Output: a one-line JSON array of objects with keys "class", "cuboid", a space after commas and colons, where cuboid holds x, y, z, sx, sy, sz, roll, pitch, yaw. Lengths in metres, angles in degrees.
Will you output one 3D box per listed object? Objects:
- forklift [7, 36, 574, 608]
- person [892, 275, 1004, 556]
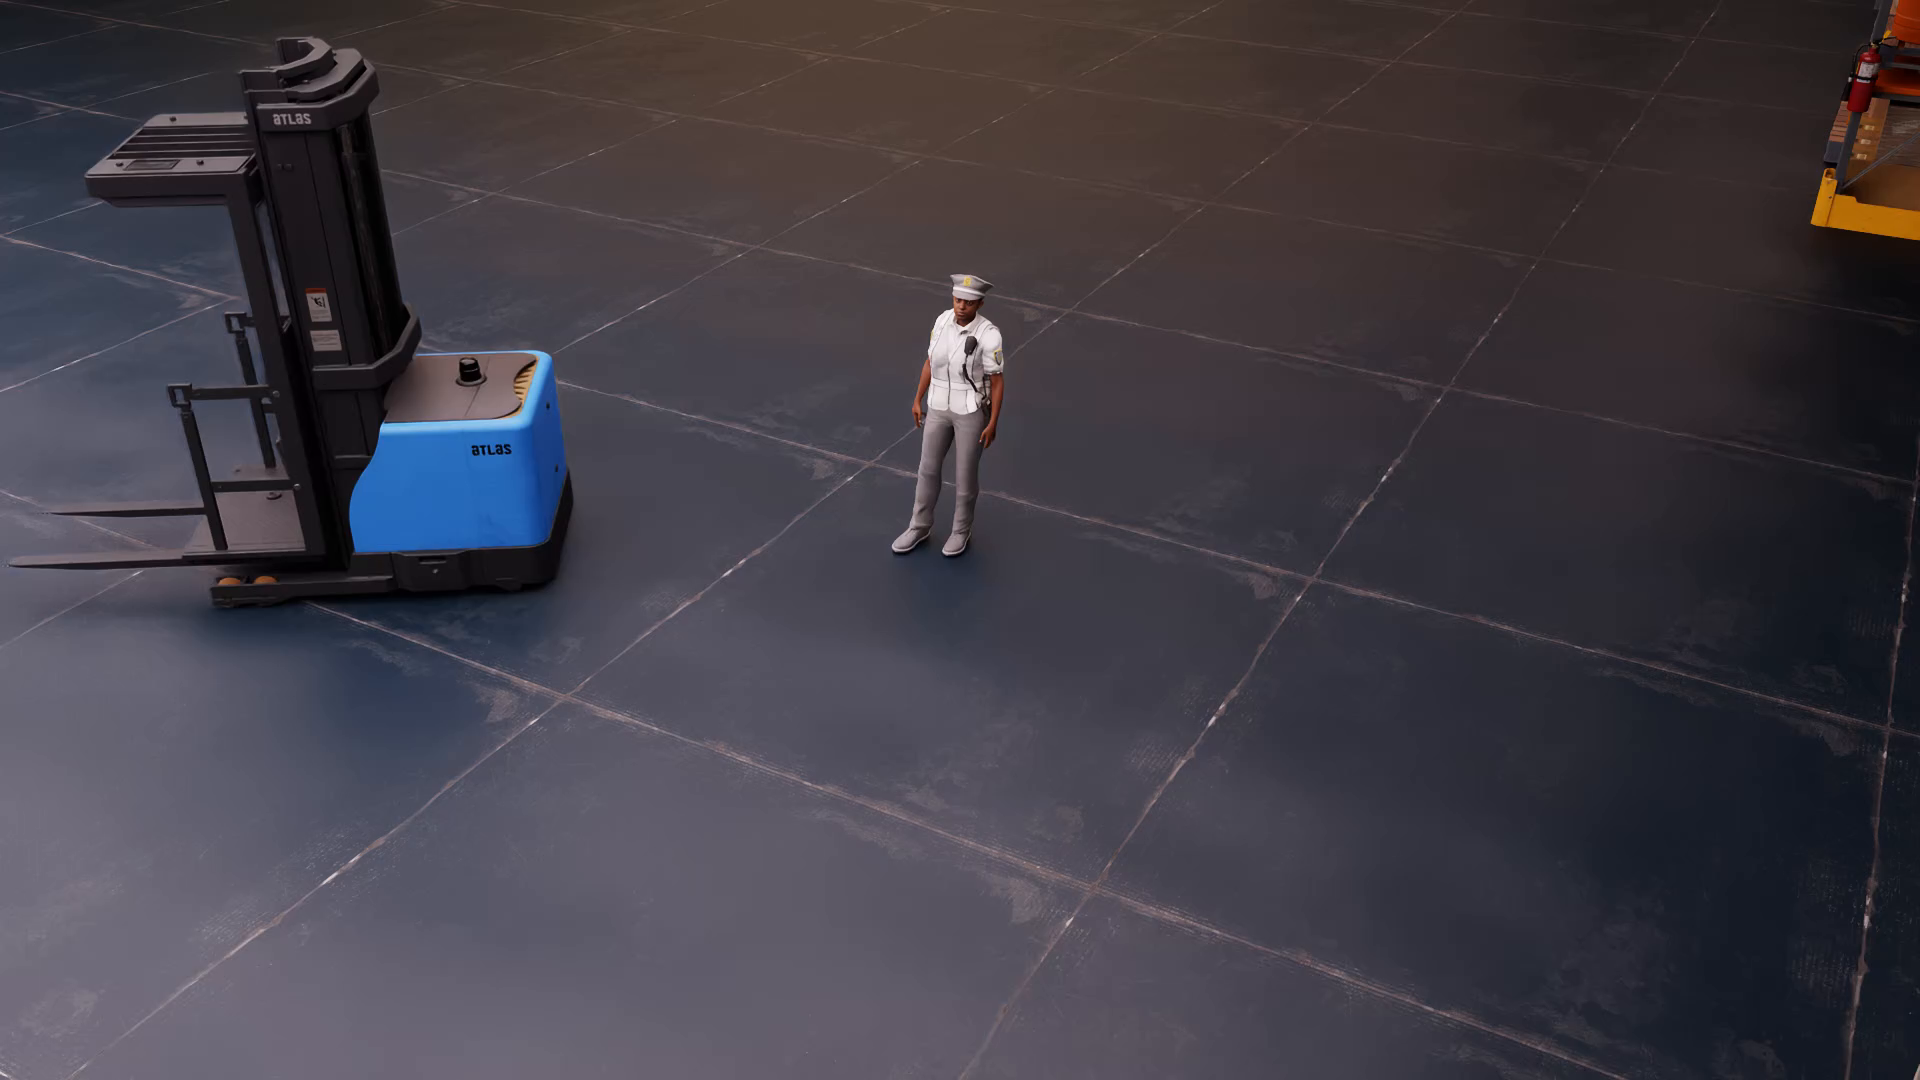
[{"class": "forklift", "cuboid": [-3.859, -1.165, 9.090, 3.031, 2.935, 1.130, -2, 30, -4]}, {"class": "person", "cuboid": [-0.053, -0.712, 9.526, 0.570, 1.697, 0.528, 15, 33, 25]}]
